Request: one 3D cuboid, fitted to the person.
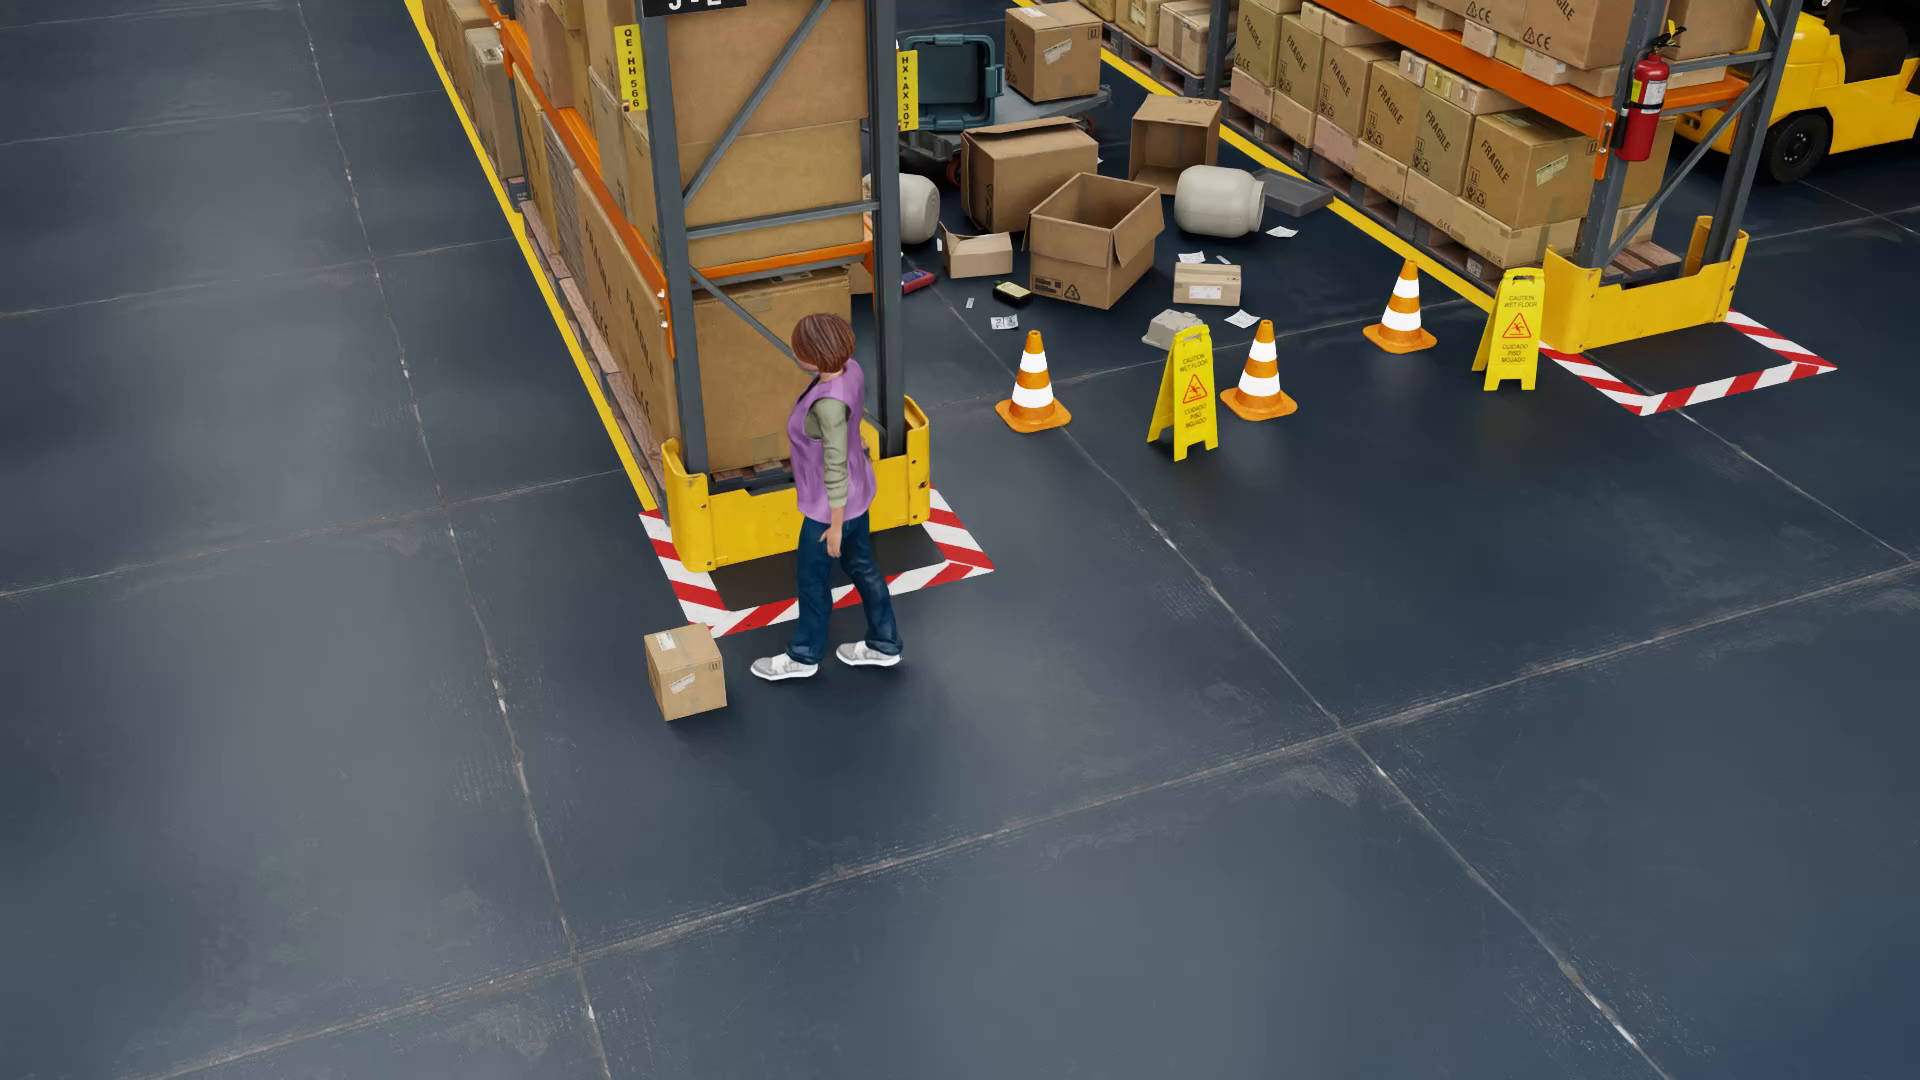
[{"bbox_3d":[-0.526,-0.152,6.352,0.598,1.589,0.424,6,34,9],"label":"person"}]
